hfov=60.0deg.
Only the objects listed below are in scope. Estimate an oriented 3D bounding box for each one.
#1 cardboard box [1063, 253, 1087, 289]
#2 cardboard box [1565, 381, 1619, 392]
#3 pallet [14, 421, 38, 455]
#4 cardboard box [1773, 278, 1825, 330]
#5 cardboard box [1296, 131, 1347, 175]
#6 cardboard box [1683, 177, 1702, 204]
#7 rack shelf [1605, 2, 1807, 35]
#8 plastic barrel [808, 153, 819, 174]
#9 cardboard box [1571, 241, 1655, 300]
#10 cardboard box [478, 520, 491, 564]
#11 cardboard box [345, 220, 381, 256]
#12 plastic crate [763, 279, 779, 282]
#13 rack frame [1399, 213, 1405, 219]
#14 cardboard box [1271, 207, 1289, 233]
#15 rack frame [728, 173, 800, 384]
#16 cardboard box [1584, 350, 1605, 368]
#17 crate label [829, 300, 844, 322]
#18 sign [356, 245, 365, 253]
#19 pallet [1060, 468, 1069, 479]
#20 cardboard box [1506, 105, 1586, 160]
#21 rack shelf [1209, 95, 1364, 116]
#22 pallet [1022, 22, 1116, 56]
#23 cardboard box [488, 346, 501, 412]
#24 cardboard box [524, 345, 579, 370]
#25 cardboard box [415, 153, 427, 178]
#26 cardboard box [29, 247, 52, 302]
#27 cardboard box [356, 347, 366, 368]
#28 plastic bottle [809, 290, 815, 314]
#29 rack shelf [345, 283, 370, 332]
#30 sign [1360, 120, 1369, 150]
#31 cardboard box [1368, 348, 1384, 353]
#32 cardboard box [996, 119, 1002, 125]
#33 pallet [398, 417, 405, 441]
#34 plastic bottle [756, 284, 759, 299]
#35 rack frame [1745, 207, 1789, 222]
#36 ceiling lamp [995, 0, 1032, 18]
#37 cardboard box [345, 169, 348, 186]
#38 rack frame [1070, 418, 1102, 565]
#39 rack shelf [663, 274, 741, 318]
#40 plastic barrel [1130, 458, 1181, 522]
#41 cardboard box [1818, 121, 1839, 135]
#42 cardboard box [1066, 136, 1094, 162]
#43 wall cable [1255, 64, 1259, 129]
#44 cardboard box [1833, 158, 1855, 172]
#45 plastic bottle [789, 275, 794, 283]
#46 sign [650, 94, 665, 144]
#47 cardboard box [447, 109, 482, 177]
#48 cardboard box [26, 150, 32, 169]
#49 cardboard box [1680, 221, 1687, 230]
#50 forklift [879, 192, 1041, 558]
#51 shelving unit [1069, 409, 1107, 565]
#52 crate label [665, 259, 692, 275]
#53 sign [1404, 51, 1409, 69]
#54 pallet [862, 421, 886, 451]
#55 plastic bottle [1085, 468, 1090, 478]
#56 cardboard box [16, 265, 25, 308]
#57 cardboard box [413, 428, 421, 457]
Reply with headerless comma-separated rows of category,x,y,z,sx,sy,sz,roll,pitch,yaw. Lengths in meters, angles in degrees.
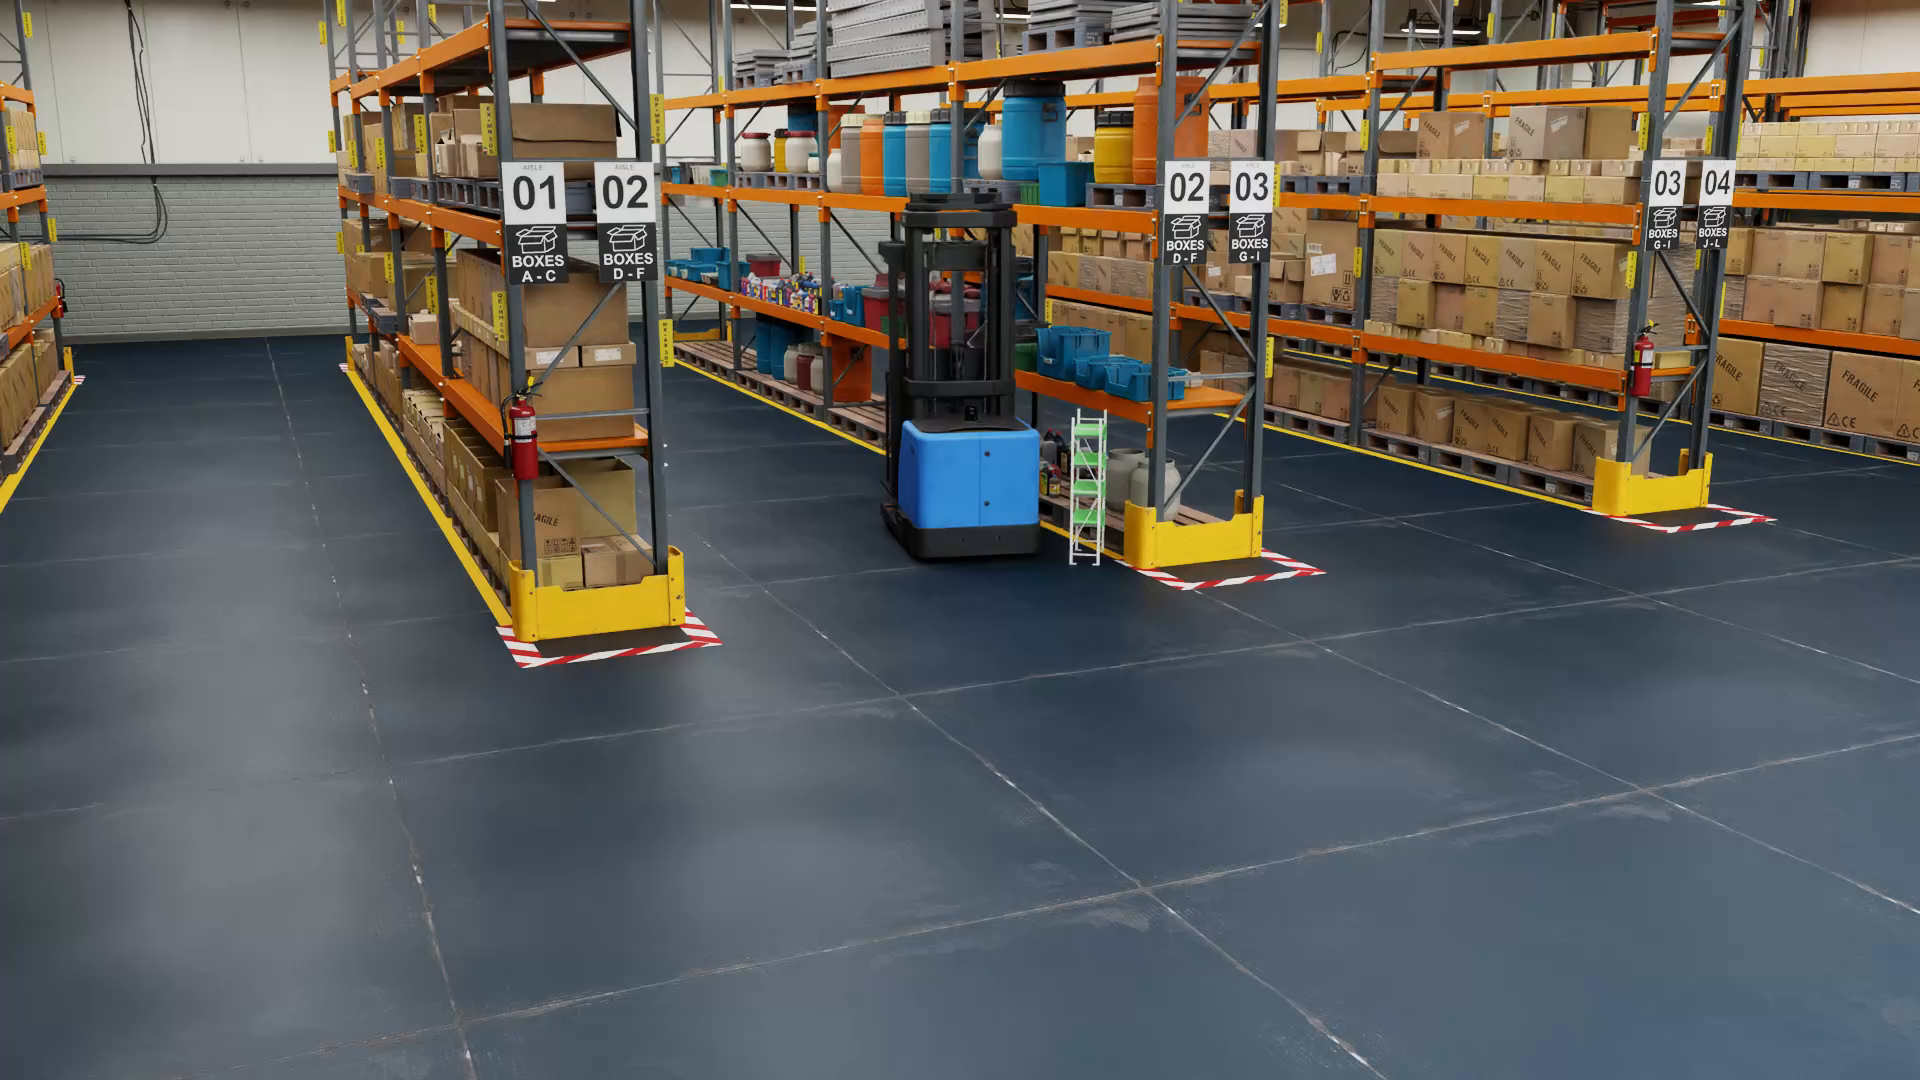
cardboard box,1.882,-4.054,25.012,0.500,0.500,0.500,-6,14,-23
cardboard box,8.801,-2.429,22.272,1.050,0.750,0.750,-6,14,-23
pallet,-11.020,-1.121,18.745,1.003,0.211,1.213,-6,14,-23
cardboard box,10.023,-2.765,19.332,0.875,0.550,0.550,-6,14,-23
cardboard box,4.454,-4.591,19.740,0.797,0.503,0.637,-5,14,-21
cardboard box,6.576,-3.259,15.477,0.500,0.250,0.500,-5,14,-21
rack shelf,14.551,-10.176,32.603,1.077,0.370,4.000,-6,14,-23
plastic barrel,-1.775,-4.760,21.006,0.301,0.262,0.301,0,13,0
cardboard box,6.085,-2.520,15.505,0.500,0.500,0.500,-6,14,-23
cardboard box,-3.445,-0.008,12.918,0.500,0.250,0.500,-6,14,-23
cardboard box,-8.803,-4.472,24.601,0.500,0.500,0.500,-5,14,-22
plastic crate,-2.869,-3.789,24.541,0.396,0.136,0.243,-6,14,-23
rack frame,9.203,-5.948,33.418,1.000,3.000,0.127,-6,14,-23
cardboard box,5.662,-5.514,28.441,0.500,0.500,0.500,-6,14,-25
rack frame,-2.813,-3.779,24.047,1.000,3.000,0.127,-6,14,-23
cardboard box,6.129,-1.717,15.693,0.380,0.149,0.250,-6,14,-23
crate label,-1.386,-2.750,19.973,0.303,0.233,0.416,-6,14,-23
sign,-7.847,-3.704,21.801,0.100,0.325,0.005,-6,14,-23
pallet,0.622,-0.625,16.604,1.003,0.211,1.213,-6,14,-23
cardboard box,5.679,-3.943,16.113,0.500,0.500,0.500,-6,14,-23
rack shelf,5.509,-7.638,29.016,1.077,0.370,4.000,-6,14,-23
pallet,1.240,-4.342,14.480,1.003,0.211,1.213,-6,14,-23
cardboard box,-3.344,-1.319,13.196,0.700,0.500,0.500,-5,14,-21
cardboard box,-2.874,-1.280,11.587,0.380,0.149,0.250,-6,14,-24
cardboard box,-5.518,-4.011,17.795,0.500,0.250,0.500,-7,15,-27
cardboard box,-12.978,-3.603,22.621,0.980,0.700,0.700,-6,14,-23
cardboard box,-8.597,-2.689,24.459,0.500,0.250,0.500,-6,14,-23
plastic bottle,-1.856,-2.989,20.890,0.061,0.283,0.133,-6,14,-23
rack shelf,-8.154,-3.395,23.984,1.077,0.370,4.000,-6,14,-23
sign,4.422,-4.428,18.178,0.100,0.325,0.005,-6,14,-23
cardboard box,6.799,-3.248,26.363,0.500,0.500,0.500,-5,14,-22
cardboard box,0.923,-6.764,27.251,0.500,0.250,0.500,-6,14,-25
pallet,-6.015,-1.305,19.542,1.003,0.211,1.213,-6,14,-23
plastic bottle,-2.770,-3.430,22.980,0.097,0.201,0.097,0,13,0
rack frame,15.352,-5.571,31.788,1.000,3.000,0.127,-6,14,-23
ceiling lamp,1.371,-11.603,31.601,2.000,3.185,0.800,-6,14,-23
cardboard box,-8.386,-5.108,23.468,0.500,0.250,0.500,-6,14,-23
rack frame,1.011,-0.385,13.371,0.240,1.200,0.015,2,13,9
rack shelf,-3.614,-3.842,25.913,1.077,0.370,4.000,-6,14,-23
plastic barrel,1.660,-0.422,14.126,0.421,0.512,0.421,0,13,0
cardboard box,9.860,-4.613,18.632,0.380,0.149,0.250,-6,14,-23
cardboard box,1.966,-5.822,25.069,0.700,0.500,0.500,-5,14,-22
wall cable,6.666,-10.021,37.709,0.463,3.000,0.029,-6,14,-23
cardboard box,9.958,-4.173,18.500,0.380,0.149,0.250,-5,14,-22
plastic bottle,-2.359,-3.667,23.835,0.152,0.276,0.135,-6,14,-23
sign,-2.035,-2.828,11.171,0.100,0.325,0.005,-6,14,-23
cardboard box,-3.605,-3.113,13.043,0.797,0.503,0.637,-4,14,-17
cardboard box,-12.534,-5.011,21.894,0.500,0.250,0.500,-6,14,-25
cardboard box,11.748,-5.020,26.967,0.500,0.500,0.500,-5,14,-22
forklift,-0.111,-1.567,14.642,1.130,2.935,3.031,-2,13,-10
shelving unit,1.050,-0.439,13.606,0.258,1.200,0.503,2,13,9
crate label,-4.618,-4.473,27.281,0.416,0.233,0.303,-6,14,-23
sign,8.692,-9.354,32.407,0.100,0.325,0.005,-6,14,-23
pallet,-0.451,-1.179,18.997,1.003,0.211,1.213,-6,14,-23
plastic bottle,1.254,-0.708,16.008,0.097,0.201,0.097,0,13,0
cardboard box,-11.475,-3.015,19.820,0.500,0.500,0.500,-6,14,-24
cardboard box,-5.394,-1.026,17.317,0.500,0.250,0.500,-6,14,-24
